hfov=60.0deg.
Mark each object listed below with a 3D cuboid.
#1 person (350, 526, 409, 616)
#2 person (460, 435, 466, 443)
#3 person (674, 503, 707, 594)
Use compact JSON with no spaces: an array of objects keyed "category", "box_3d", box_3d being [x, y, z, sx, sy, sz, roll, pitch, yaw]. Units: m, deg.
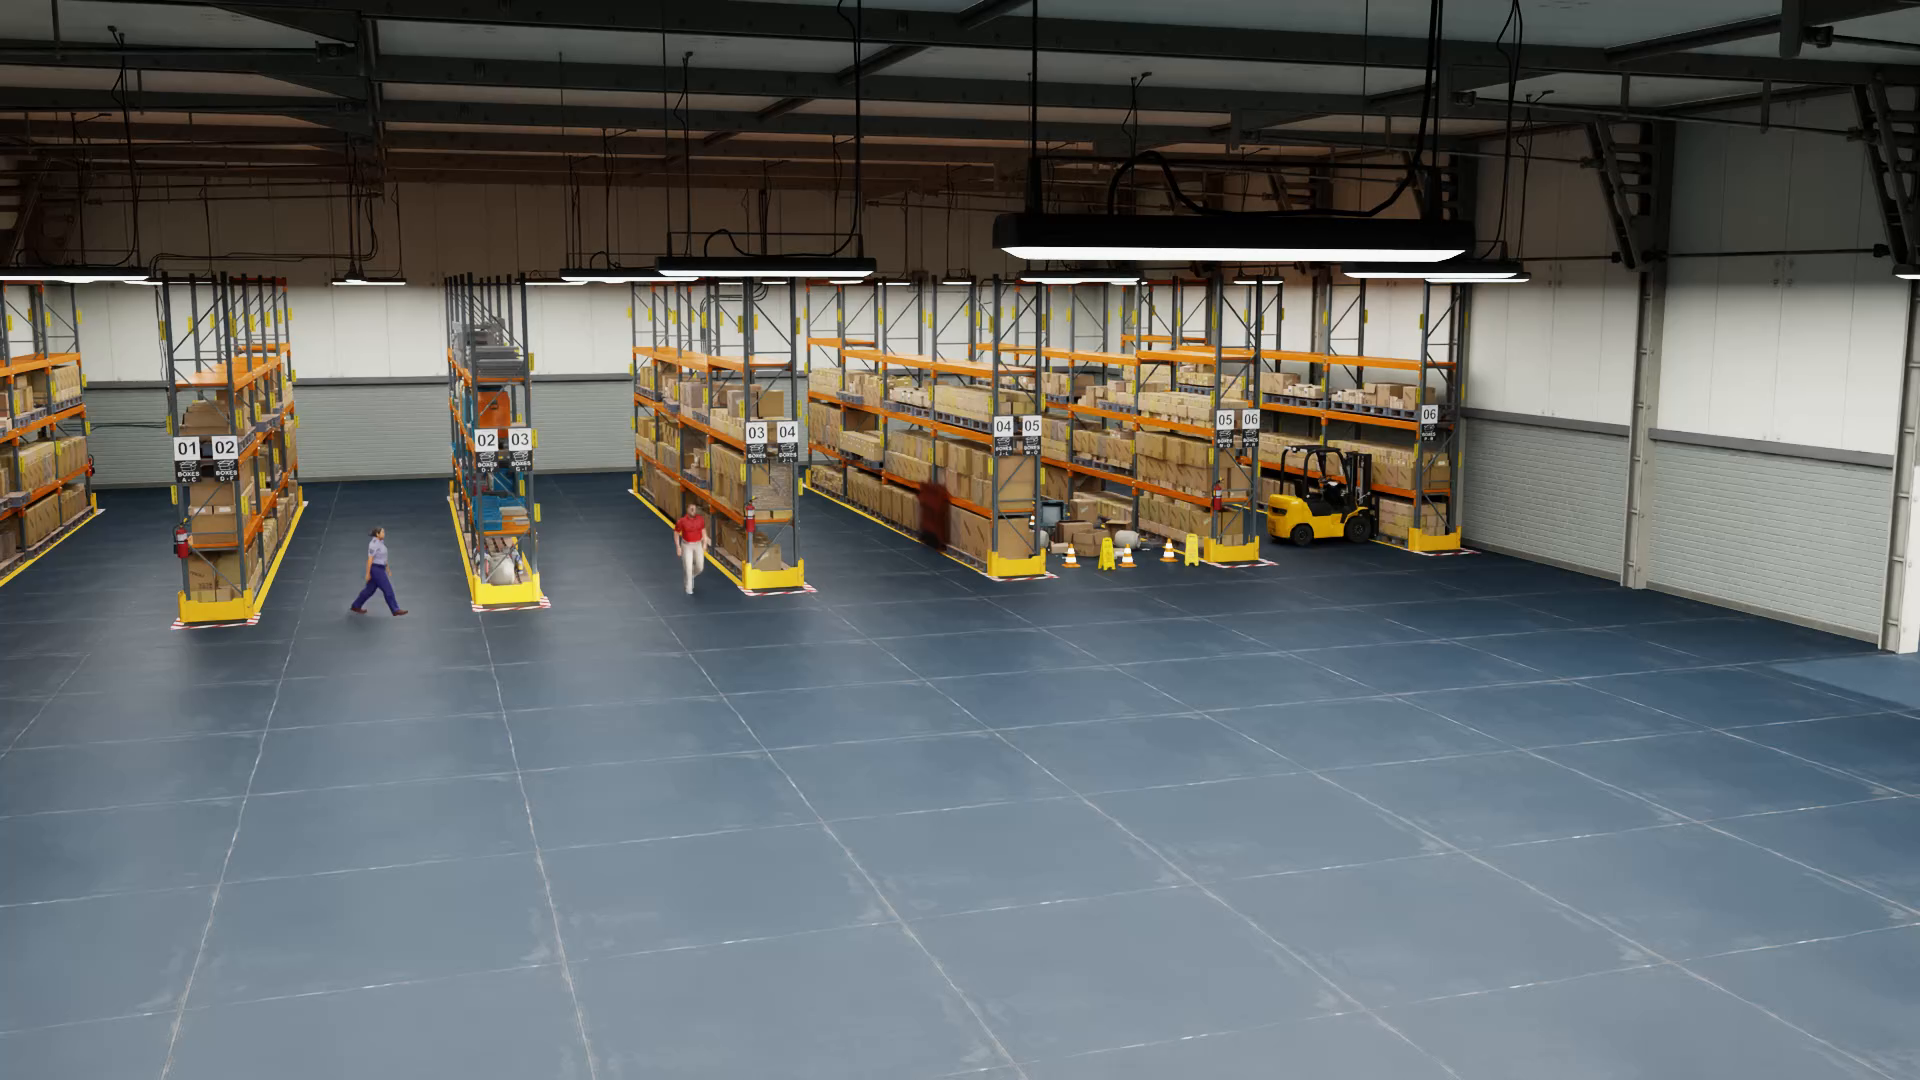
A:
[{"category":"person","box_3d":[-10.205,0.544,29.150,1.019,1.600,0.534,-1,9,-9]},{"category":"person","box_3d":[-14.111,-2.247,47.390,0.420,1.604,1.058,3,9,20]},{"category":"person","box_3d":[-5.129,0.138,31.593,0.635,1.712,0.588,-5,10,-31]}]
